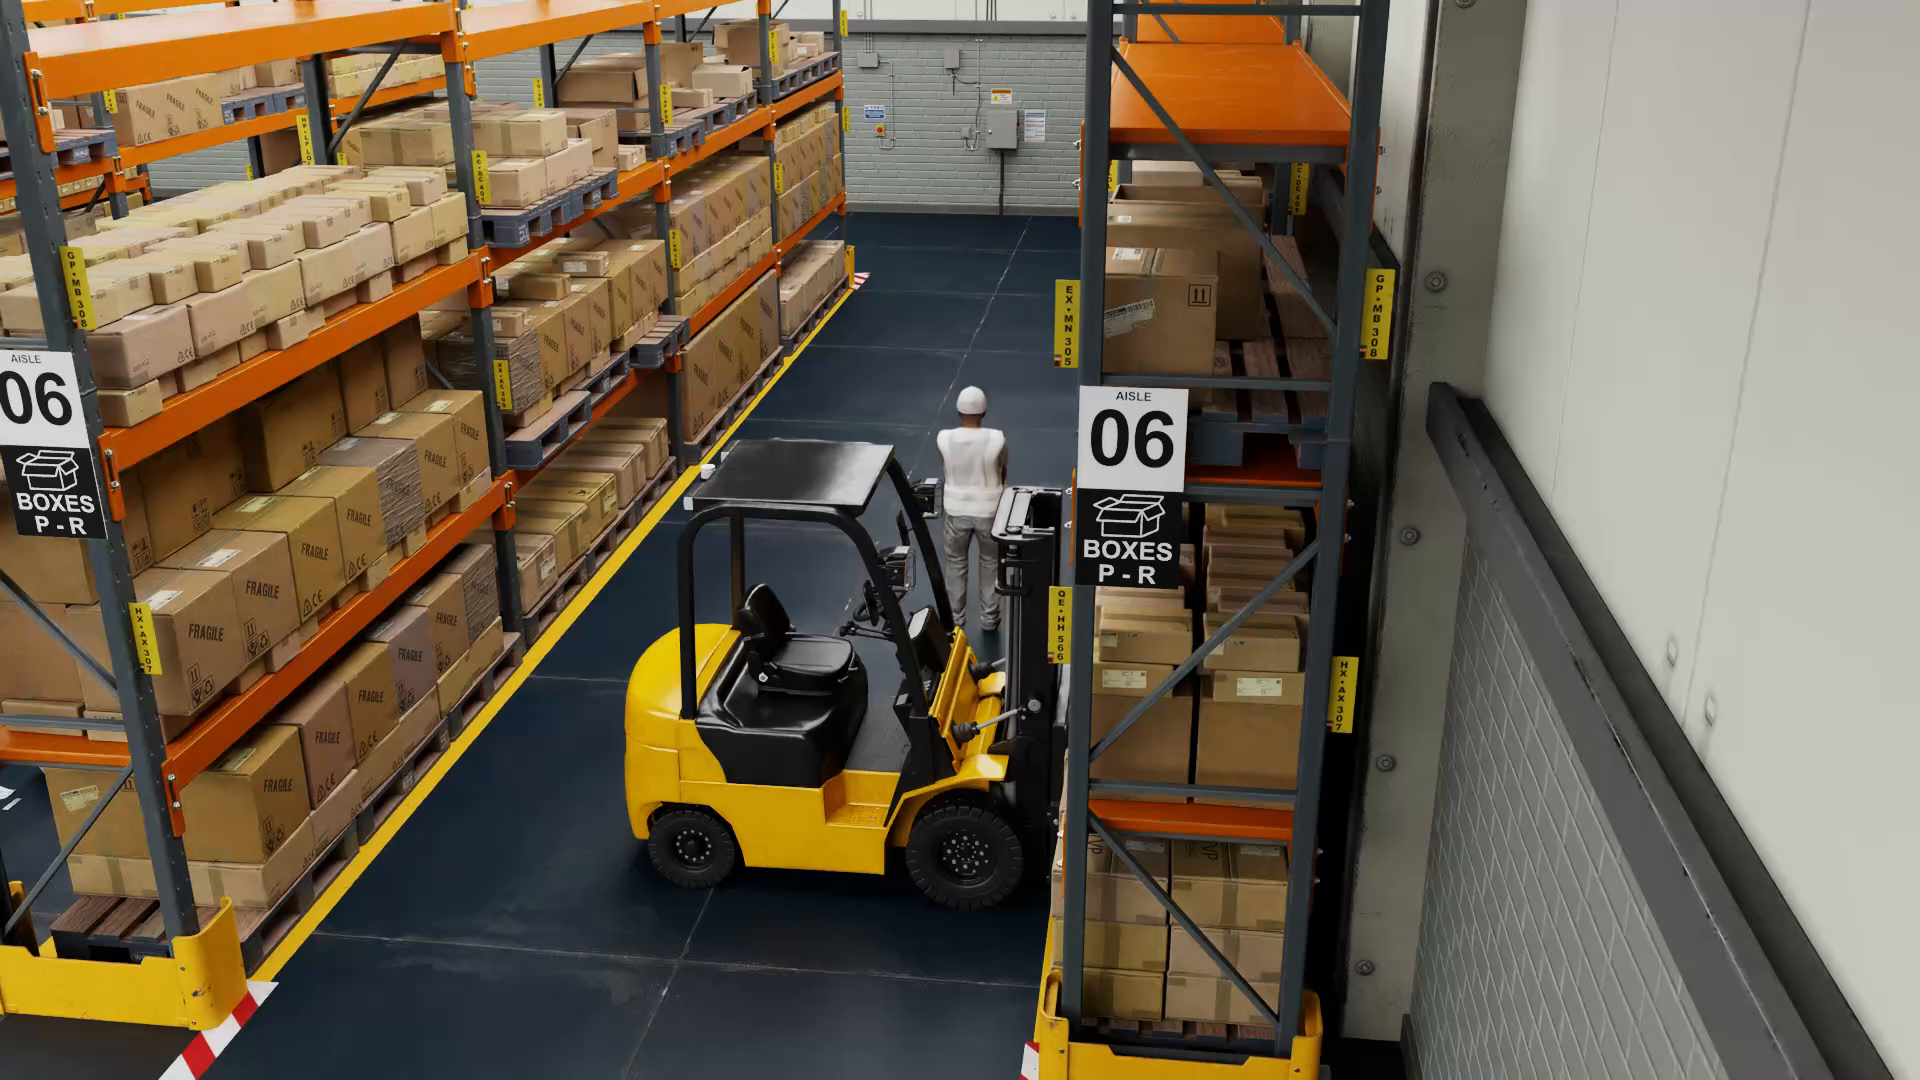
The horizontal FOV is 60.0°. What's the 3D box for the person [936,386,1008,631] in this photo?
[{"bbox_3d":[0.097,-0.244,11.689,0.490,1.782,0.578,2,21,6],"label":"person"}]
